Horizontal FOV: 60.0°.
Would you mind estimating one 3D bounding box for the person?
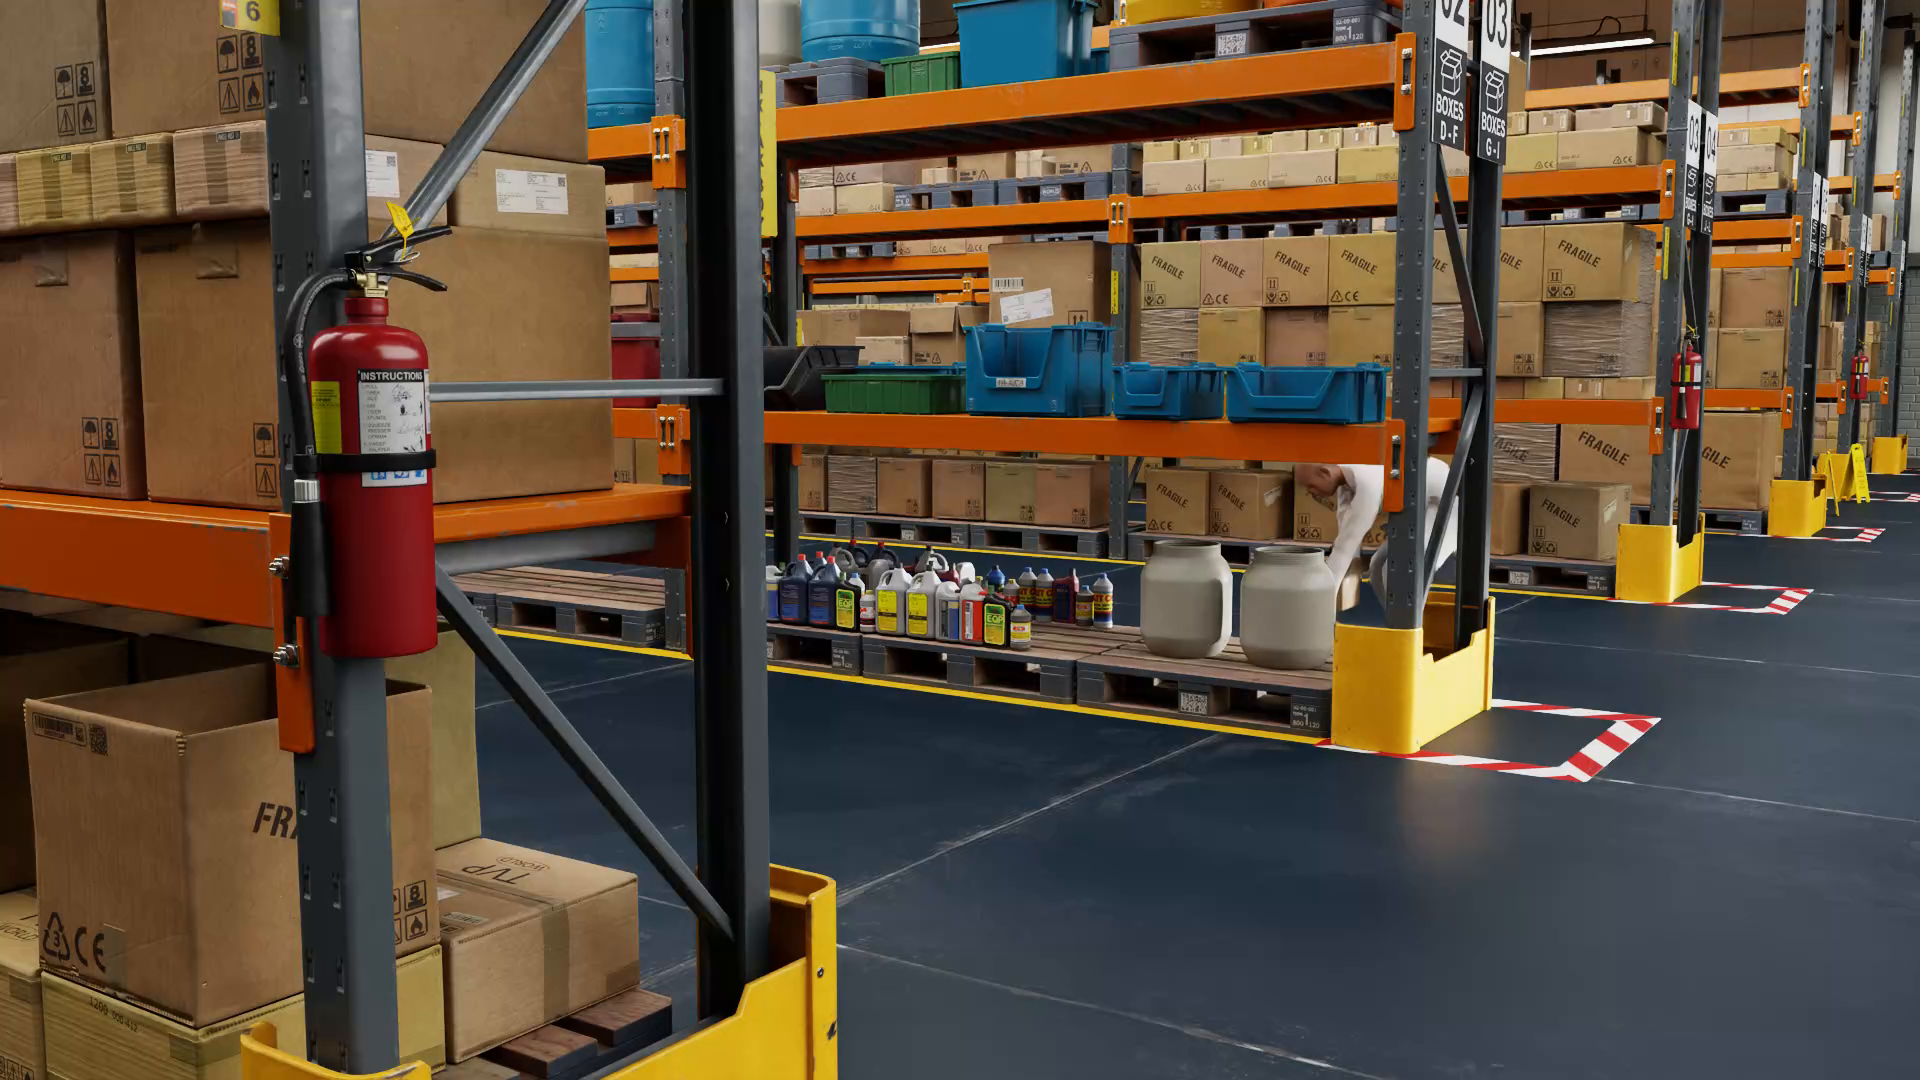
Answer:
[{"bbox_3d":[2.177,0.088,8.553,0.939,1.109,0.579,0,6,-1],"label":"person"}]
